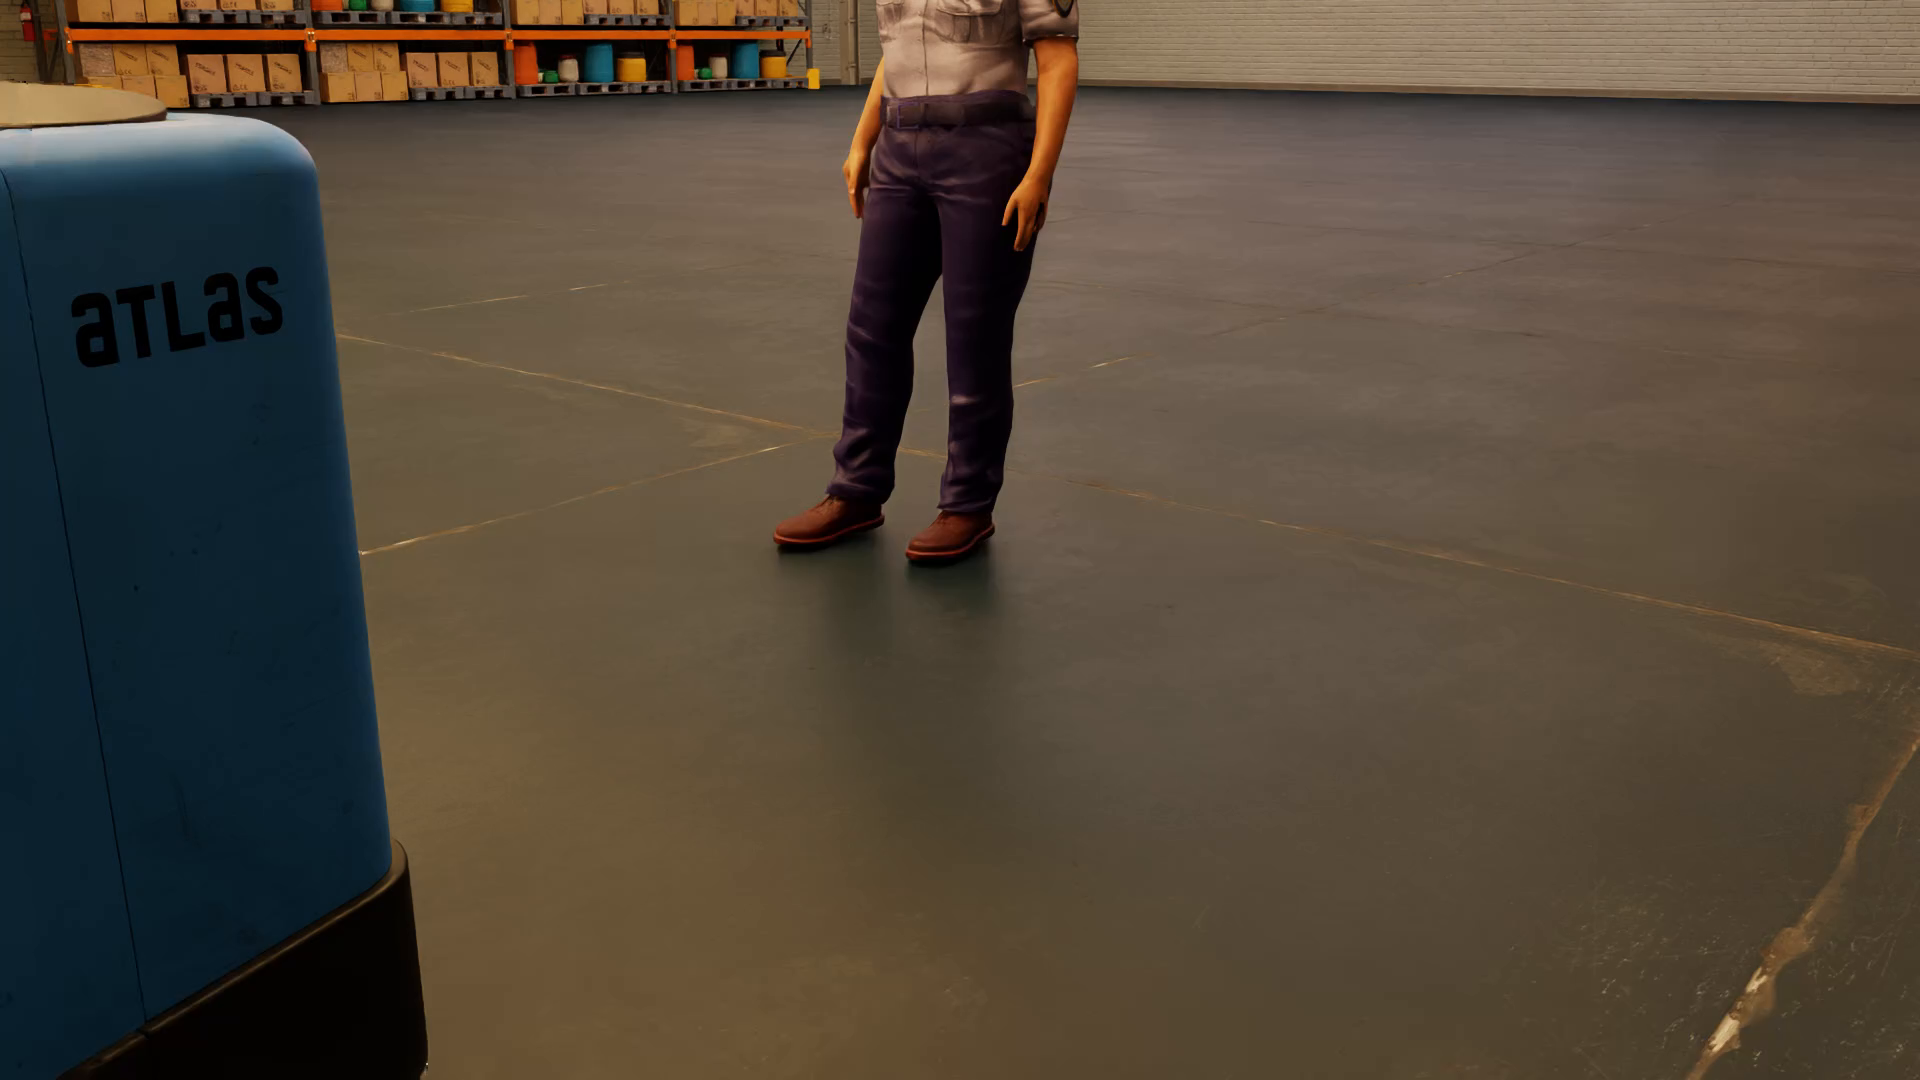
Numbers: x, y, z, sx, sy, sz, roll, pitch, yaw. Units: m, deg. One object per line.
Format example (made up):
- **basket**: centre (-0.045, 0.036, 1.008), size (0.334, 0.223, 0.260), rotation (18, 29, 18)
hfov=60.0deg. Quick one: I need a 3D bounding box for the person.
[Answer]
- **person**: centre (-0.075, -0.775, 3.650), size (0.598, 1.640, 0.503), rotation (13, 21, 37)
